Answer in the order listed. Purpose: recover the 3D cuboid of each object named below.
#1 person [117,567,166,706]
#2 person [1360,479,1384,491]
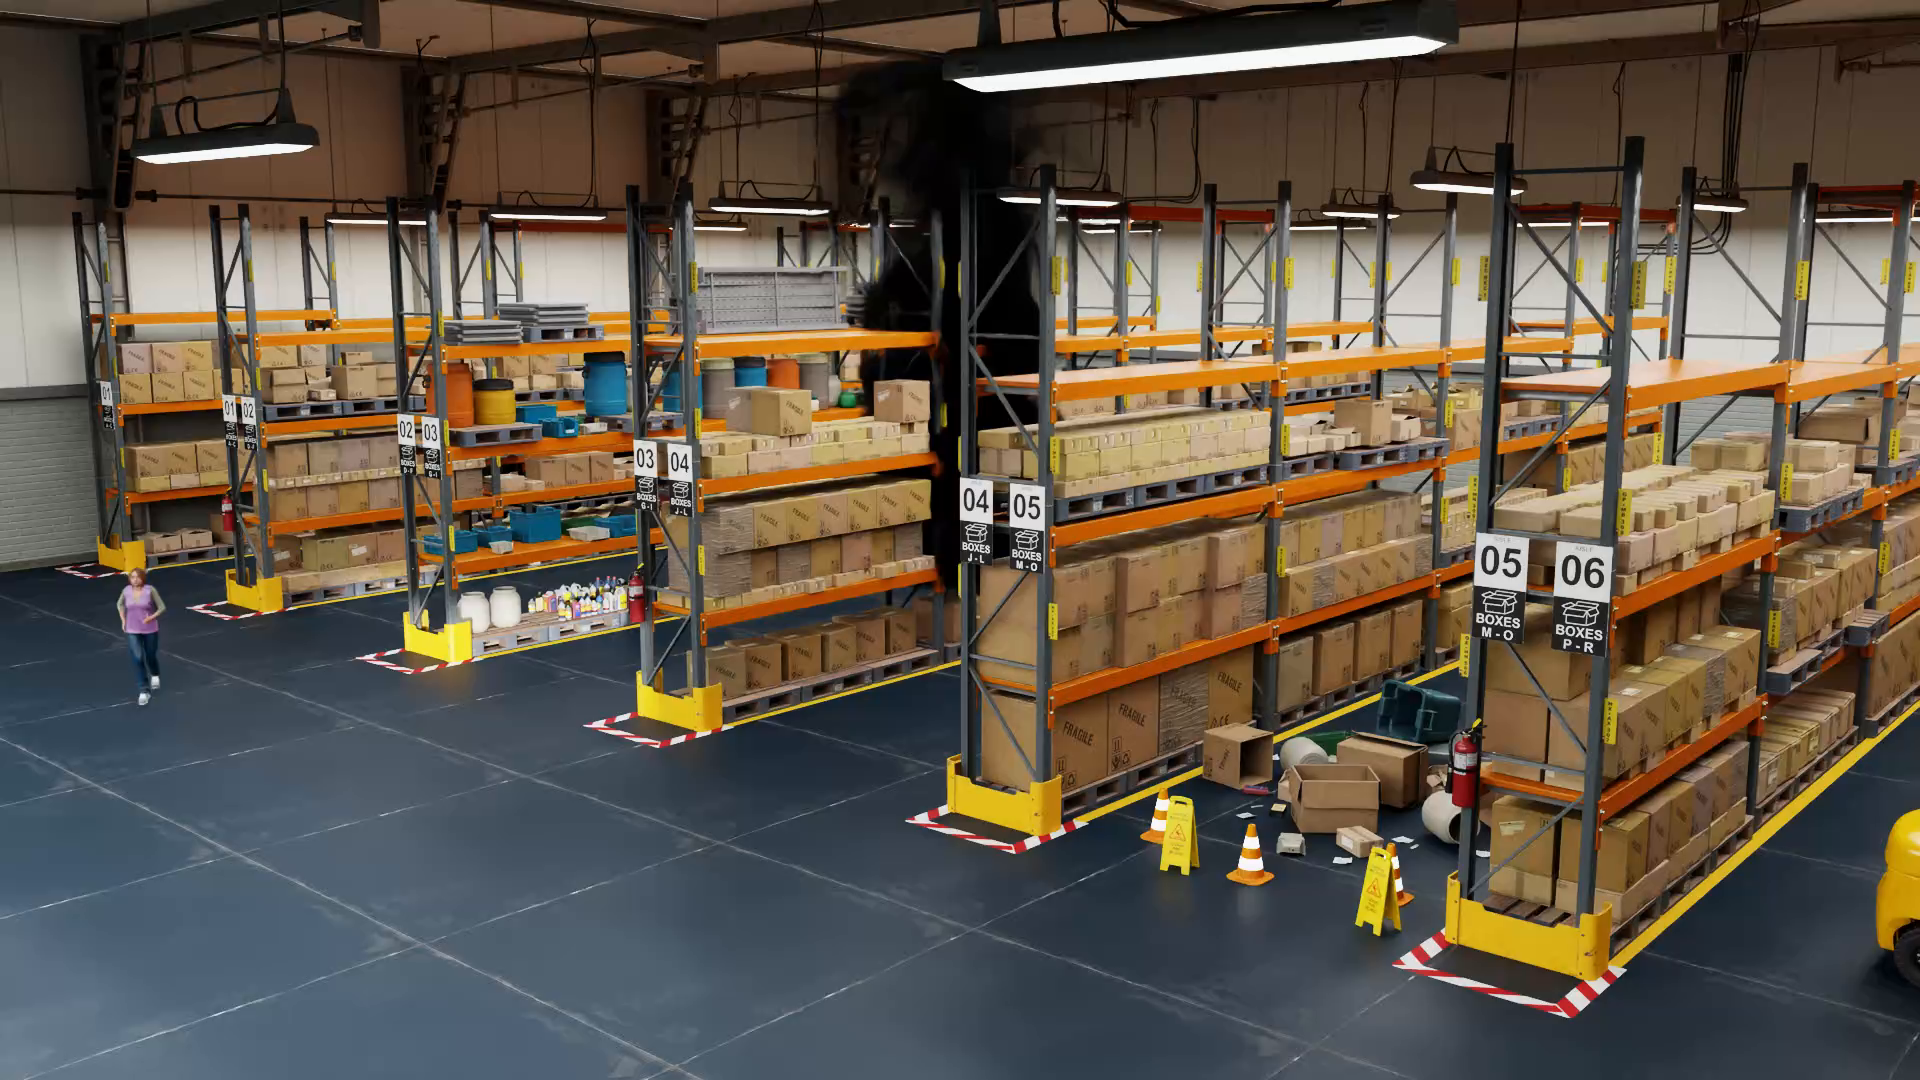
[{"bbox_3d":[-9.749,1.112,19.846,0.541,1.590,0.783,-3,10,-20],"label":"person"},{"bbox_3d":[6.786,-0.235,27.411,0.719,1.743,0.884,7,11,34],"label":"person"}]
